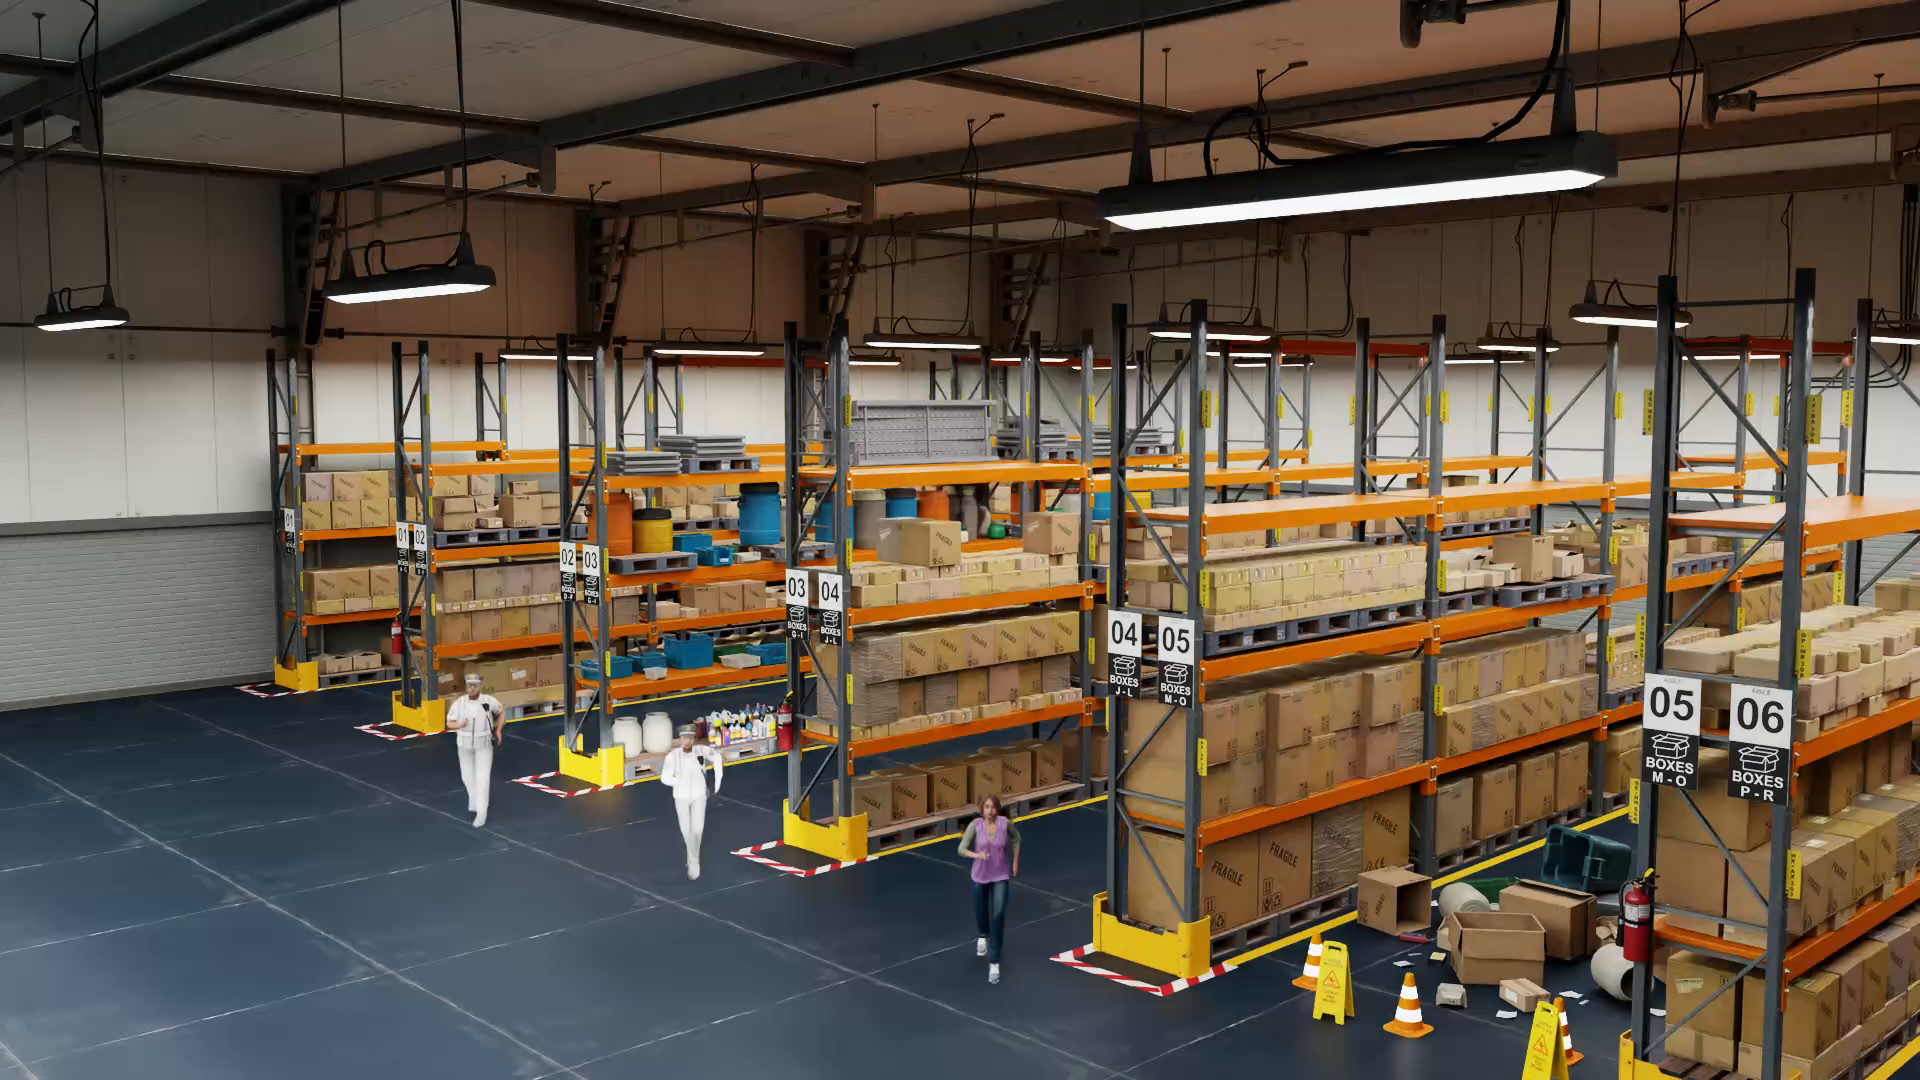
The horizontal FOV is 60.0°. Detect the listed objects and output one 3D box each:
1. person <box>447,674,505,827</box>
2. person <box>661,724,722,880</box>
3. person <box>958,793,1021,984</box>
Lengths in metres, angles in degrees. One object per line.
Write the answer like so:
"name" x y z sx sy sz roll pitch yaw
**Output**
"person" -5.906 2.505 20.268 0.654 1.785 0.968 -1 5 -7
"person" -2.875 2.780 17.853 0.641 1.683 0.792 -1 5 -7
"person" 0.258 3.067 14.960 0.563 1.631 0.771 0 5 -1
